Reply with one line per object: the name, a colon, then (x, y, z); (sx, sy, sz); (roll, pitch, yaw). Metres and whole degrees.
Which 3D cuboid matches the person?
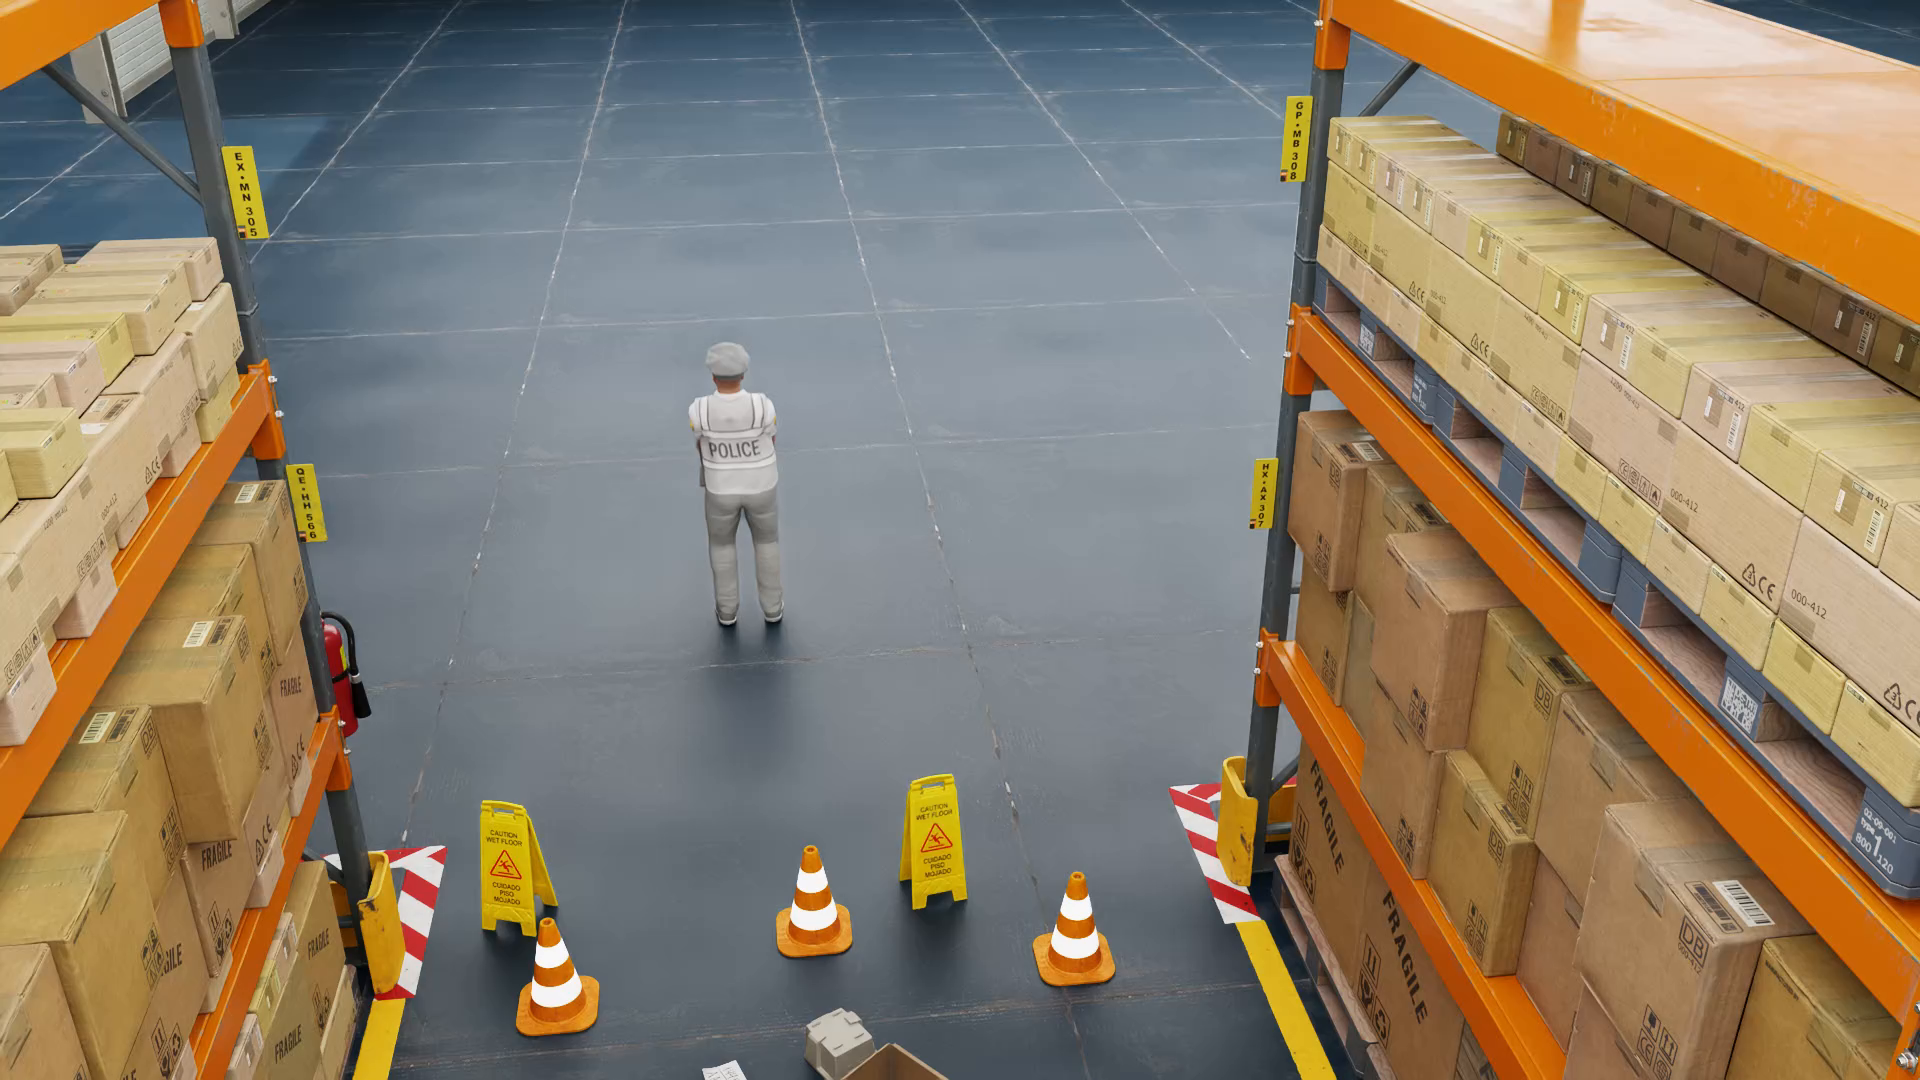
person: (-1.311, -0.361, 9.781); (0.493, 1.767, 0.573); (-3, 27, -7)
